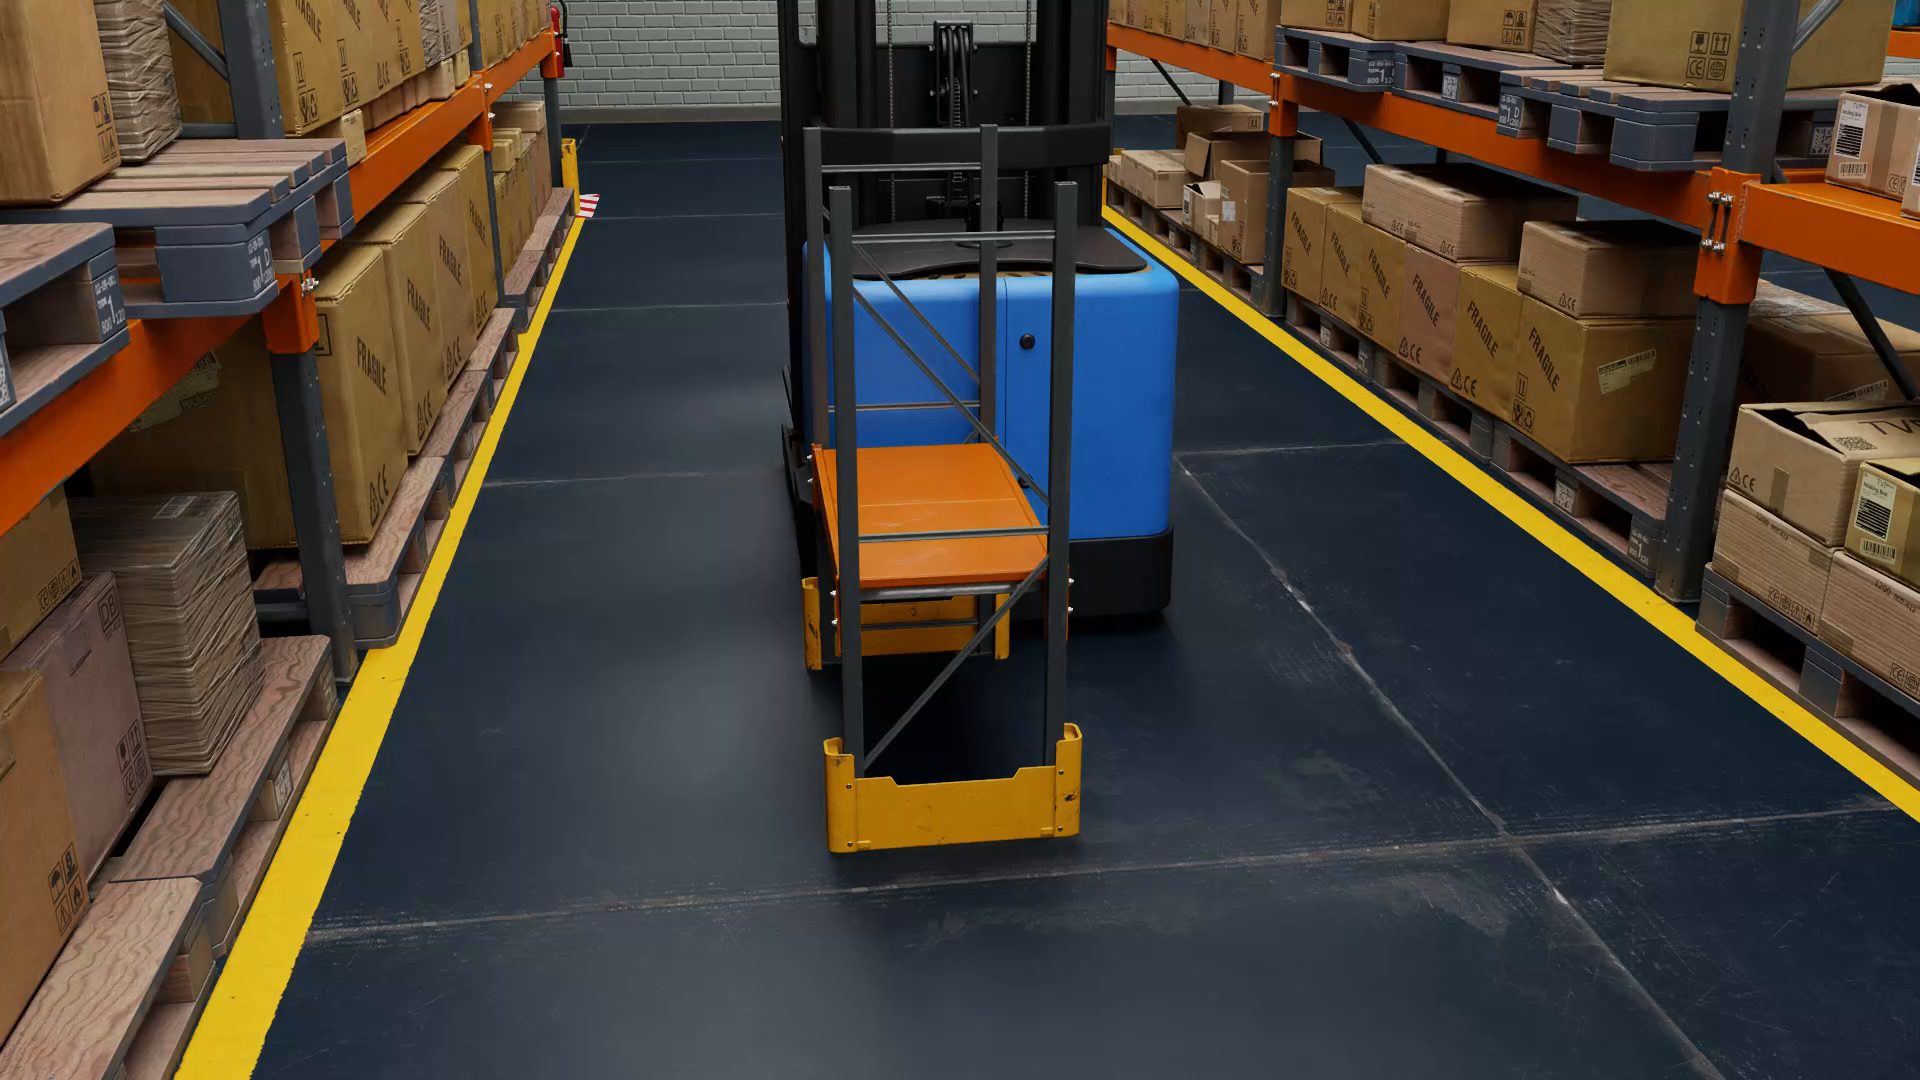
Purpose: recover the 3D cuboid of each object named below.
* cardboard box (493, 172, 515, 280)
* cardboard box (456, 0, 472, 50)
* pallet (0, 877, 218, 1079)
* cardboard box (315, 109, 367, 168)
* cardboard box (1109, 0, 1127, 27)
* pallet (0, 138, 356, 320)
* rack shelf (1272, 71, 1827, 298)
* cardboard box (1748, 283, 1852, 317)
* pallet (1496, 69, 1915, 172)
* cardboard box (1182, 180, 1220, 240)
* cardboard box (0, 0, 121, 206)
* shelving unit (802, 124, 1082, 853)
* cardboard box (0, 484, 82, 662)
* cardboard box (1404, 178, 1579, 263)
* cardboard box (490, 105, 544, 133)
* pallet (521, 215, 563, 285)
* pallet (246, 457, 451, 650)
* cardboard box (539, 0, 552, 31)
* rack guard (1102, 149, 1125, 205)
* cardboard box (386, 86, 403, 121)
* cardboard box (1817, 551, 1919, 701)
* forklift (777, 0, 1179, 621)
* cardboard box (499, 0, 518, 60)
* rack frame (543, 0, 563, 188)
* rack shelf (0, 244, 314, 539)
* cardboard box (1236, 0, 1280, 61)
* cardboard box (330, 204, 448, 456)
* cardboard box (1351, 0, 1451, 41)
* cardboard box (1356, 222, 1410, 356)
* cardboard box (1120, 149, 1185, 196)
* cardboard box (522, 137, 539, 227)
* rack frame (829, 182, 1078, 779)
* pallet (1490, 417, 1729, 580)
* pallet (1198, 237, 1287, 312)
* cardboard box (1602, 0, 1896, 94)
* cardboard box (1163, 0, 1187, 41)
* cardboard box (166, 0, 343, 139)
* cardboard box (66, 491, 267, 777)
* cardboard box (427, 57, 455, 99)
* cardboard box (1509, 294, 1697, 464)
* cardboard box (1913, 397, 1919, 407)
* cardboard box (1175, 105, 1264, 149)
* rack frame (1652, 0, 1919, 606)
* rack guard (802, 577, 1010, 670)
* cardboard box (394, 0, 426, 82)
[{"bbox_3d":[-2.782,-1.670,8.872,0.700,0.500,0.500,-3,21,-7],"label":"cardboard box"},{"bbox_3d":[-2.460,-2.428,7.334,0.500,0.500,0.500,-3,21,-9],"label":"cardboard box"},{"bbox_3d":[-1.915,1.003,2.728,1.003,0.211,1.213,-3,21,-8],"label":"pallet"},{"bbox_3d":[-2.000,-1.196,4.962,0.380,0.149,0.250,-2,21,-6],"label":"cardboard box"},{"bbox_3d":[1.352,-3.896,11.717,0.500,0.500,0.500,-2,21,-7],"label":"cardboard box"},{"bbox_3d":[-1.991,-0.664,3.480,1.213,0.211,1.003,-3,21,-8],"label":"pallet"},{"bbox_3d":[2.414,-1.602,6.745,1.077,0.370,4.000,-3,21,-8],"label":"rack shelf"},{"bbox_3d":[2.838,-0.634,6.071,0.500,0.500,0.500,-4,21,-10],"label":"cardboard box"},{"bbox_3d":[2.535,-1.387,5.418,1.213,0.211,1.003,-3,21,-8],"label":"pallet"},{"bbox_3d":[1.655,-2.020,10.052,0.500,0.311,0.500,-3,21,-8],"label":"cardboard box"},{"bbox_3d":[-2.014,-0.893,3.050,0.700,0.500,0.500,-5,21,-13],"label":"cardboard box"},{"bbox_3d":[-0.084,-0.188,4.075,0.587,1.500,1.083,-3,21,-7],"label":"shelving unit"},{"bbox_3d":[-2.024,0.066,3.125,0.500,0.250,0.500,-3,21,-7],"label":"cardboard box"},{"bbox_3d":[2.171,-1.318,6.829,0.500,0.250,0.500,-3,21,-9],"label":"cardboard box"},{"bbox_3d":[-2.916,-2.733,10.793,0.380,0.149,0.250,-2,21,-6],"label":"cardboard box"},{"bbox_3d":[-2.987,-1.764,10.138,1.003,0.211,1.213,-3,21,-8],"label":"pallet"},{"bbox_3d":[-2.238,0.035,5.322,1.003,0.211,1.213,-3,21,-8],"label":"pallet"},{"bbox_3d":[-3.269,-3.729,10.985,0.980,0.700,0.700,-2,21,-5],"label":"cardboard box"},{"bbox_3d":[1.560,-2.819,12.548,1.175,0.500,0.348,-3,21,-8],"label":"rack guard"},{"bbox_3d":[-2.280,-1.634,6.135,0.380,0.149,0.250,-2,21,-6],"label":"cardboard box"},{"bbox_3d":[2.560,0.215,4.182,0.500,0.250,0.500,-3,21,-9],"label":"cardboard box"},{"bbox_3d":[-0.092,-1.591,5.787,1.130,2.935,3.031,-3,21,-8],"label":"forklift"},{"bbox_3d":[-2.938,-2.962,8.931,0.980,0.700,0.700,-3,21,-9],"label":"cardboard box"},{"bbox_3d":[-3.352,-3.765,11.509,1.000,3.000,0.127,-3,21,-8],"label":"rack frame"},{"bbox_3d":[-1.911,0.035,2.365,1.077,0.370,4.000,-3,21,-8],"label":"rack shelf"},{"bbox_3d":[1.800,-2.838,8.885,0.500,0.500,0.500,-3,21,-7],"label":"cardboard box"},{"bbox_3d":[-2.295,-0.749,5.908,0.750,0.750,0.750,-3,21,-8],"label":"cardboard box"},{"bbox_3d":[2.134,-2.464,7.284,0.700,0.500,0.500,0,20,1],"label":"cardboard box"},{"bbox_3d":[2.107,-1.129,7.395,0.500,0.500,0.500,-3,21,-7],"label":"cardboard box"},{"bbox_3d":[1.419,-2.558,11.580,0.500,0.250,0.500,-3,21,-8],"label":"cardboard box"},{"bbox_3d":[-3.007,-2.206,10.307,0.700,0.500,0.500,-4,21,-10],"label":"cardboard box"},{"bbox_3d":[-0.013,-0.008,3.595,0.500,1.500,0.032,-3,21,-7],"label":"rack frame"},{"bbox_3d":[2.632,-0.200,5.950,1.003,0.211,1.213,-3,21,-8],"label":"pallet"},{"bbox_3d":[2.028,-1.562,9.598,1.003,0.211,1.213,-3,21,-8],"label":"pallet"},{"bbox_3d":[2.500,-1.702,5.243,0.700,0.500,0.500,-10,23,-26],"label":"cardboard box"},{"bbox_3d":[1.572,-3.370,10.310,0.500,0.500,0.500,-3,21,-7],"label":"cardboard box"},{"bbox_3d":[-2.016,-1.372,4.505,0.500,0.500,0.500,-2,21,-6],"label":"cardboard box"},{"bbox_3d":[-2.044,0.217,3.793,0.700,0.500,0.500,-3,21,-7],"label":"cardboard box"},{"bbox_3d":[-2.298,-1.902,6.852,0.380,0.149,0.250,-3,21,-8],"label":"cardboard box"},{"bbox_3d":[2.335,-0.593,5.961,0.500,0.500,0.500,-2,21,-6],"label":"cardboard box"},{"bbox_3d":[3.021,-0.248,4.622,0.500,0.311,0.500,-2,21,-6],"label":"cardboard box"},{"bbox_3d":[1.871,-2.875,12.071,0.500,0.500,0.500,-3,21,-8],"label":"cardboard box"},{"bbox_3d":[2.702,-1.246,4.765,1.000,3.000,0.127,-3,21,-8],"label":"rack frame"},{"bbox_3d":[-0.152,0.225,4.756,0.587,0.250,0.087,-3,21,-7],"label":"rack guard"},{"bbox_3d":[-2.235,-1.905,5.933,0.500,0.500,0.500,-2,21,-6],"label":"cardboard box"}]
